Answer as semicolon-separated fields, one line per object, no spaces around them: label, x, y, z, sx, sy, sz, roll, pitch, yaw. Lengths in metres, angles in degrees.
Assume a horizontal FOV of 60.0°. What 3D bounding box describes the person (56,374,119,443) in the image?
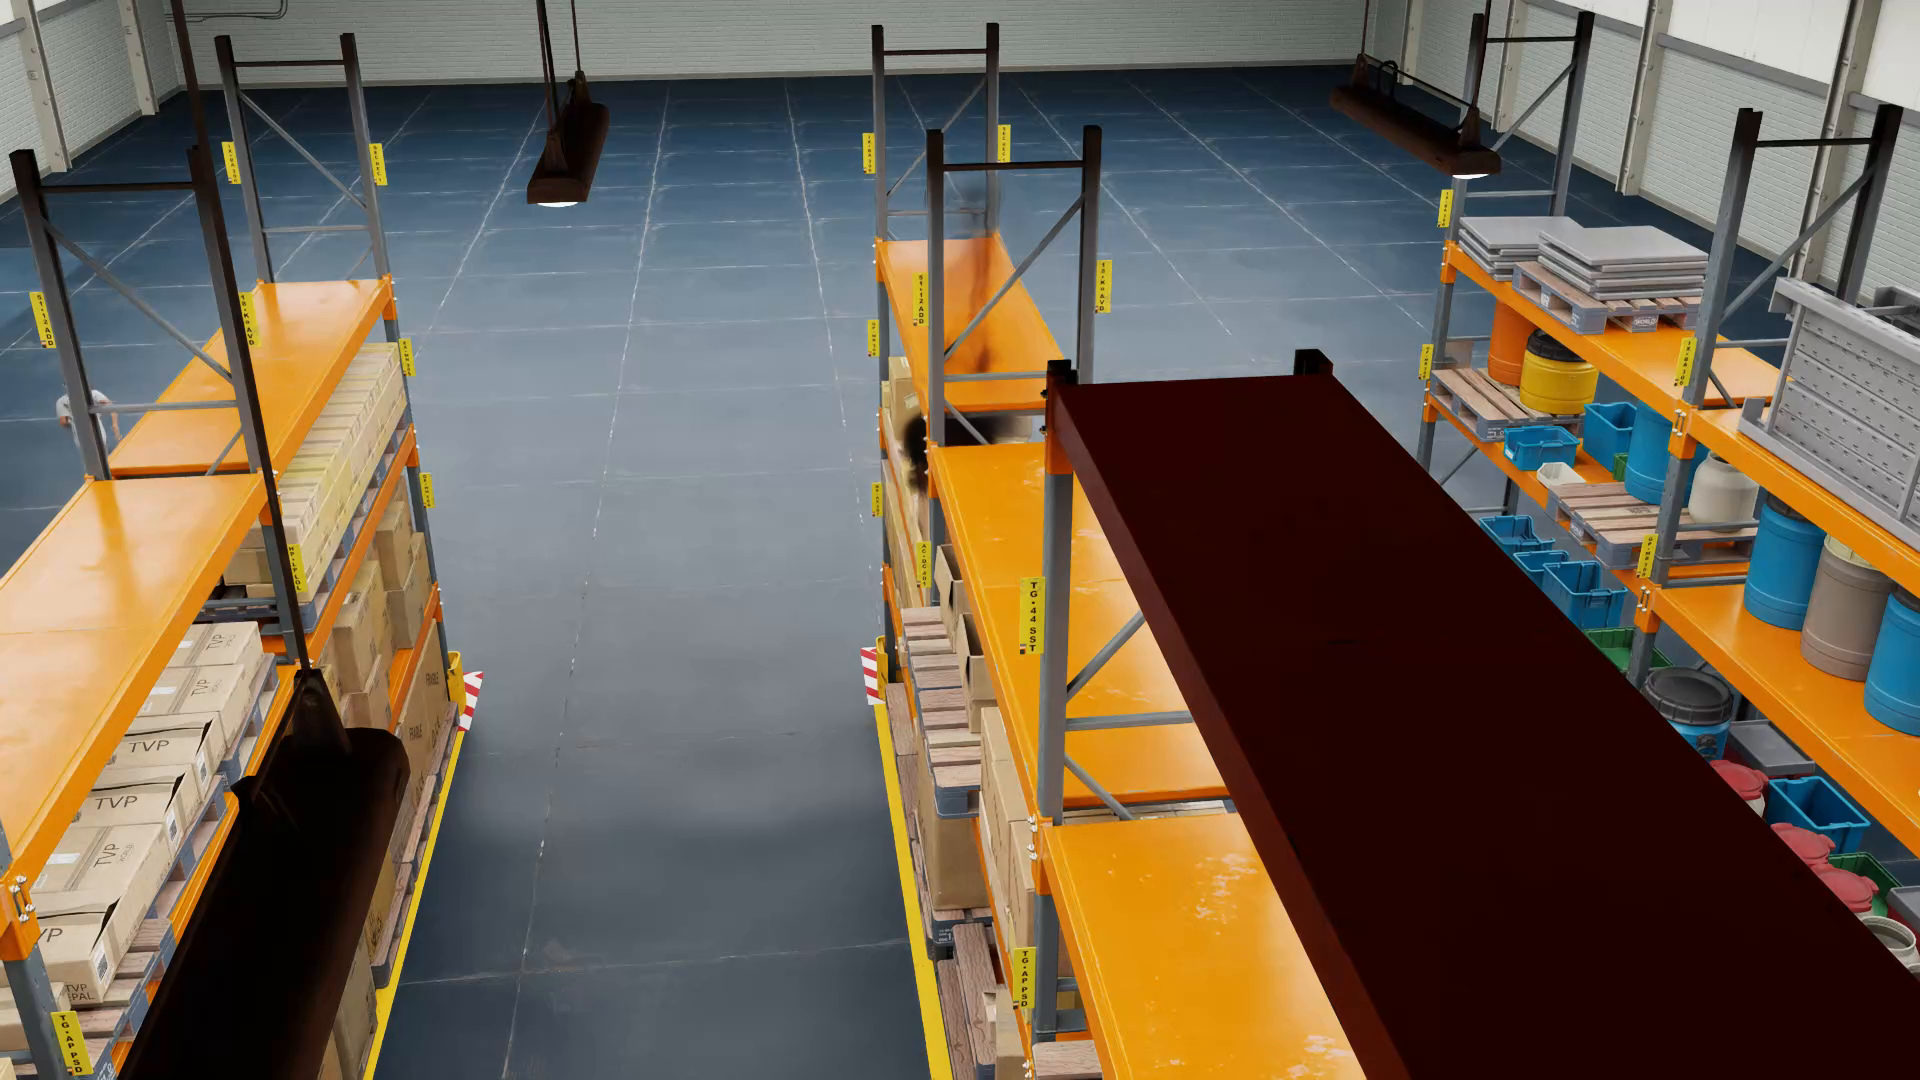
person;-10.029;-1.533;18.966;0.578;0.791;0.553;18;31;33
